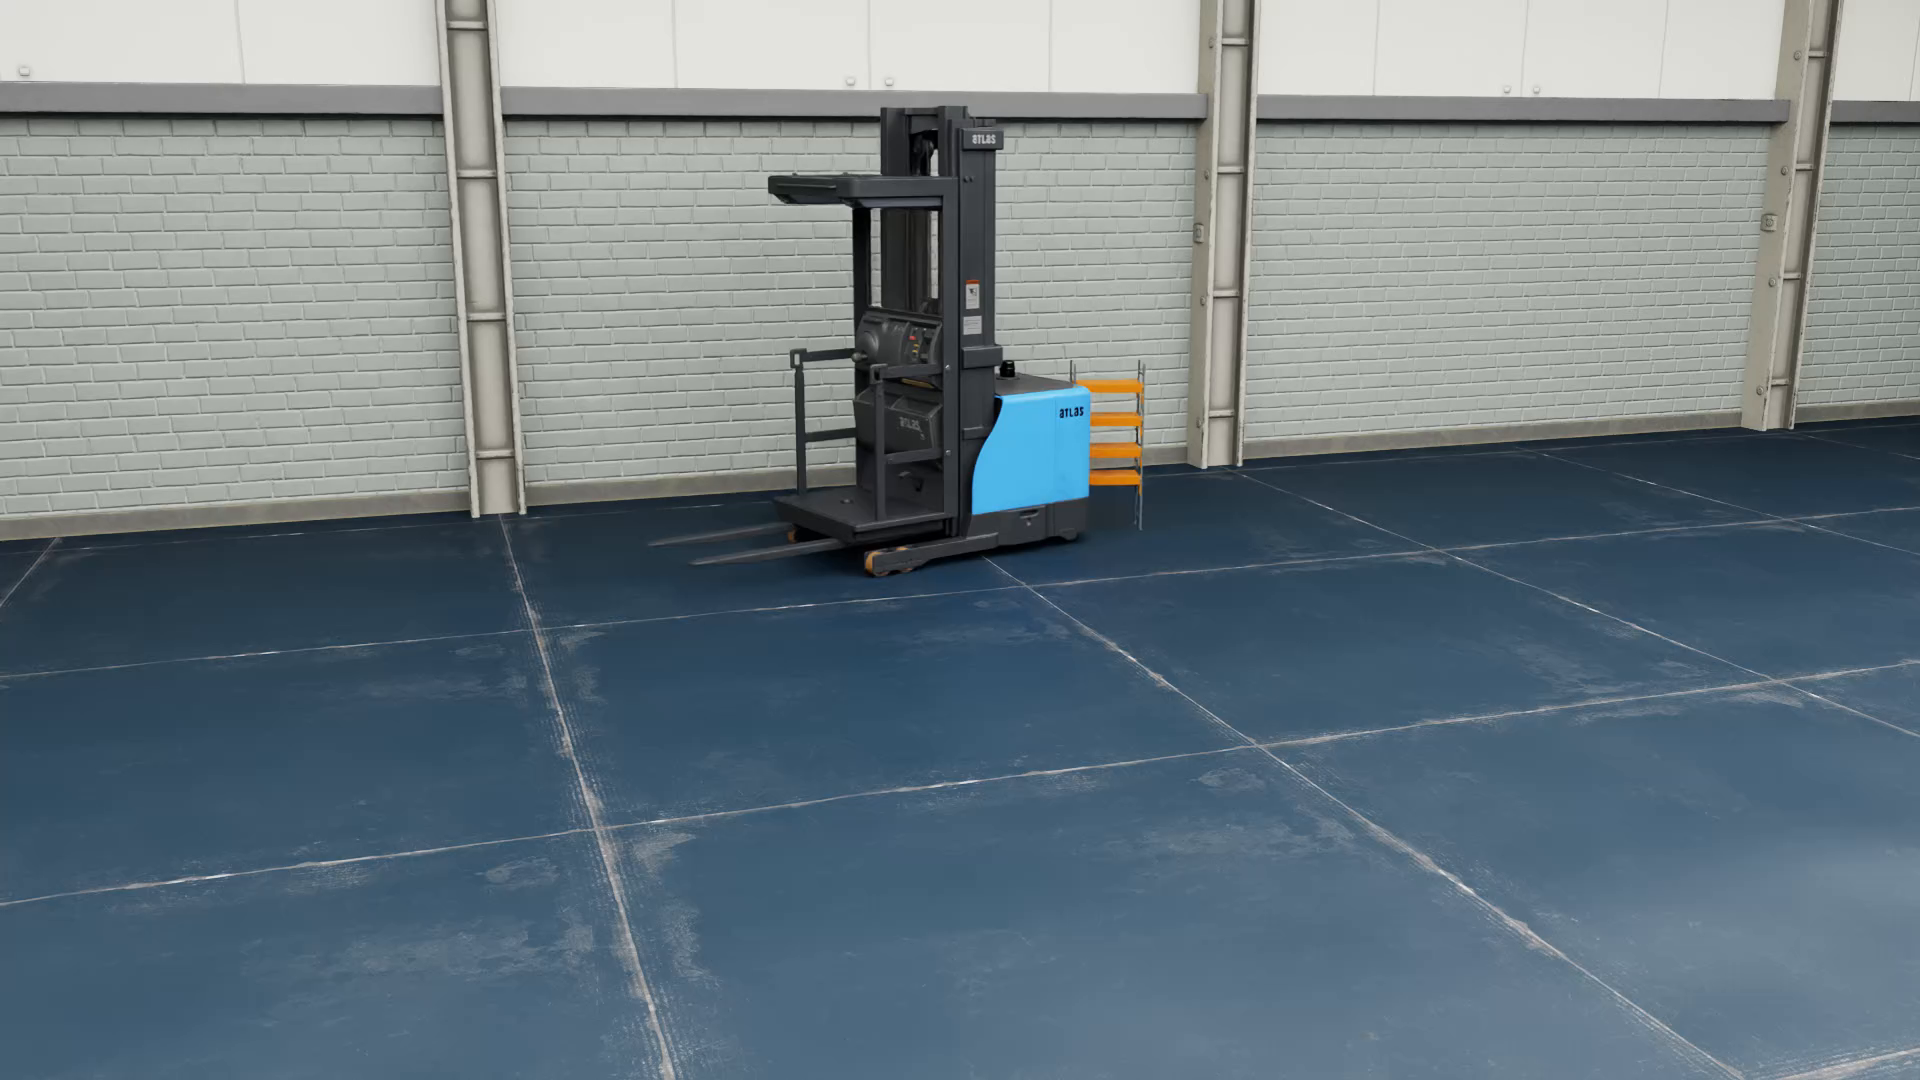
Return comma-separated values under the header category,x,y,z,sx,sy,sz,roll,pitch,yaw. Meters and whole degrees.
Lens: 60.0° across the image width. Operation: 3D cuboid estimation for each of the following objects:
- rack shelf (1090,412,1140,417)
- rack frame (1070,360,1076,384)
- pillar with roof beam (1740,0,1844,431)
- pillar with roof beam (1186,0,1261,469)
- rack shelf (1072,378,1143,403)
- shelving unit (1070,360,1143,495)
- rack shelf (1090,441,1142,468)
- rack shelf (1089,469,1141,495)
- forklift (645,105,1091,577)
category,x,y,z,sx,sy,sz,roll,pitch,yaw
rack shelf,1.044,-0.883,11.854,0.457,0.021,0.221,-1,13,-3
rack frame,0.800,-0.676,11.891,0.015,1.200,0.240,-1,13,-3
pillar with roof beam,9.261,-4.535,11.262,0.400,9.000,9.100,-4,14,-18
pillar with roof beam,3.574,-4.092,9.400,0.400,9.000,9.100,-4,14,-18
rack shelf,1.044,-1.061,11.812,0.480,0.148,0.258,-1,13,-3
shelving unit,1.038,-0.679,11.903,0.492,1.200,0.258,-1,13,-3
rack shelf,1.044,-0.613,11.918,0.480,0.148,0.258,-1,13,-3
rack shelf,1.044,-0.420,11.964,0.480,0.148,0.258,-1,13,-3
forklift,-0.581,-1.326,10.884,3.031,2.935,1.130,-9,16,-34
